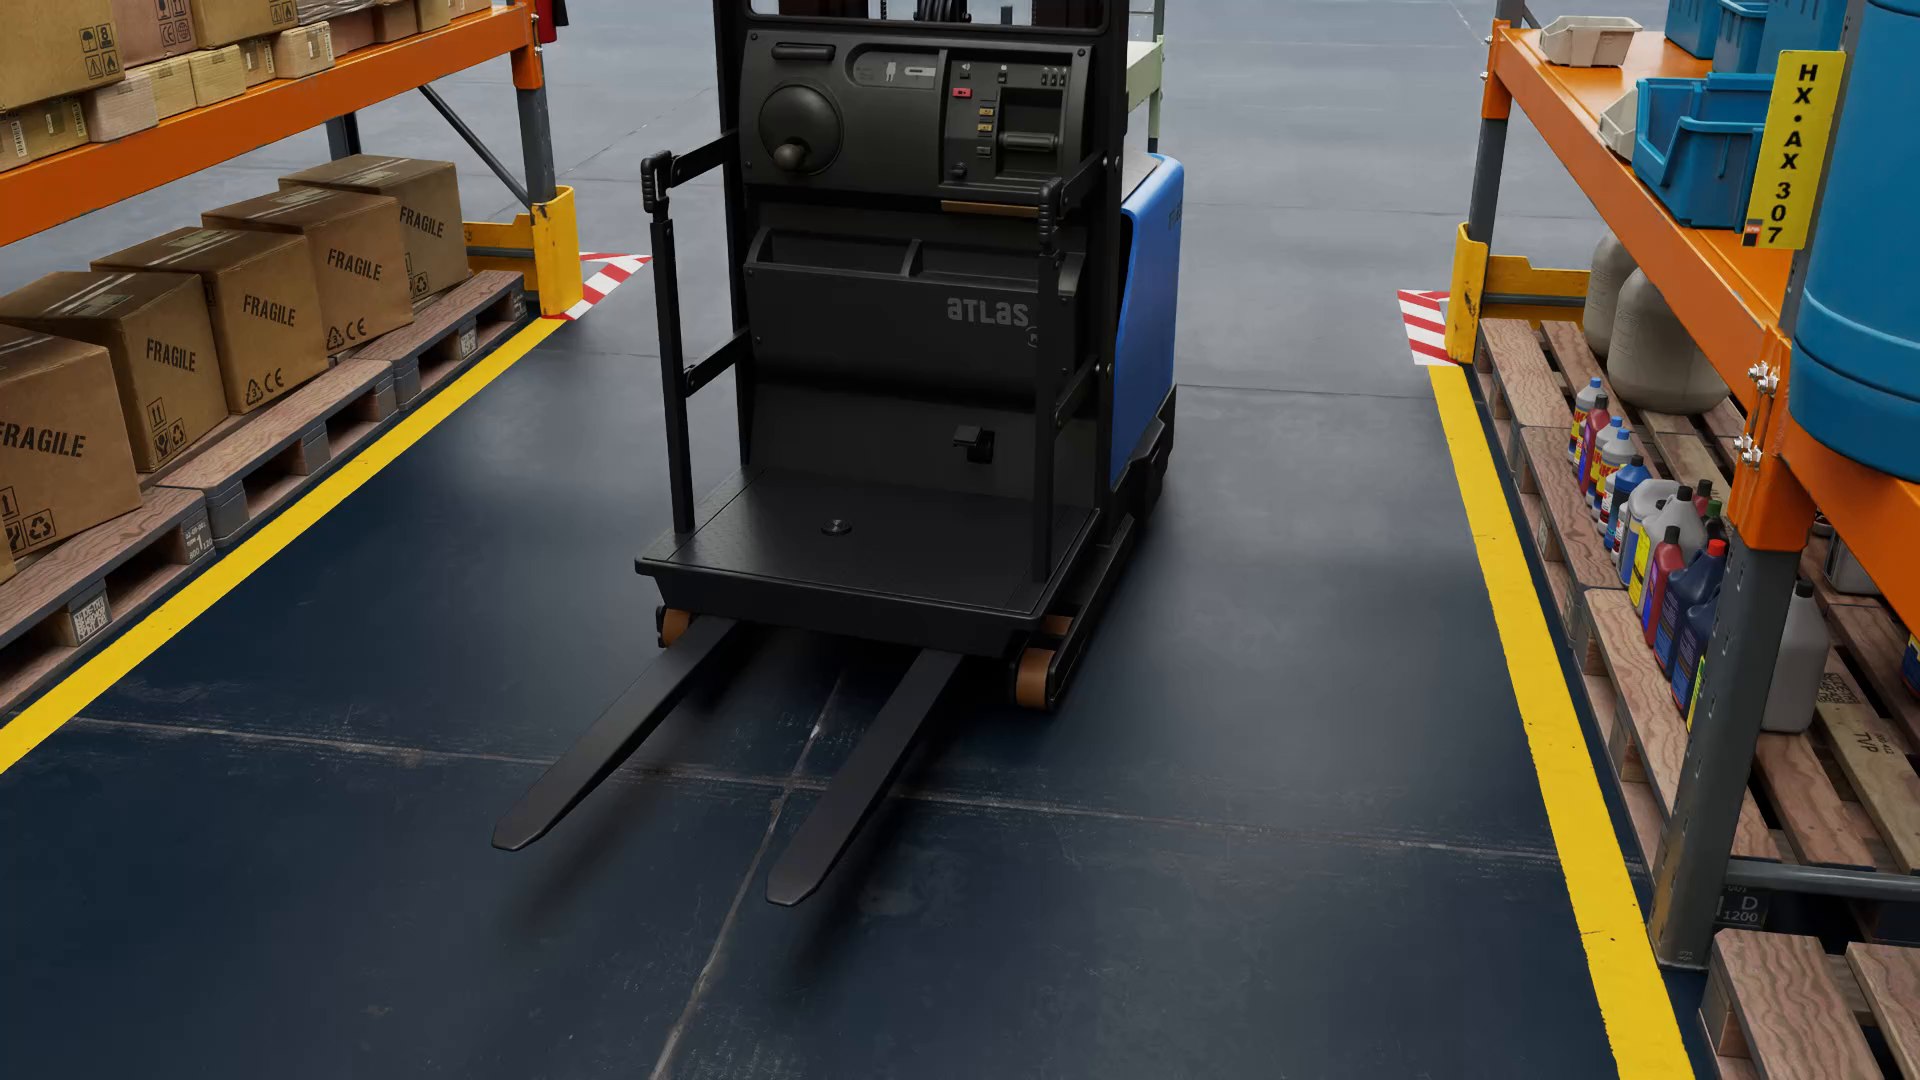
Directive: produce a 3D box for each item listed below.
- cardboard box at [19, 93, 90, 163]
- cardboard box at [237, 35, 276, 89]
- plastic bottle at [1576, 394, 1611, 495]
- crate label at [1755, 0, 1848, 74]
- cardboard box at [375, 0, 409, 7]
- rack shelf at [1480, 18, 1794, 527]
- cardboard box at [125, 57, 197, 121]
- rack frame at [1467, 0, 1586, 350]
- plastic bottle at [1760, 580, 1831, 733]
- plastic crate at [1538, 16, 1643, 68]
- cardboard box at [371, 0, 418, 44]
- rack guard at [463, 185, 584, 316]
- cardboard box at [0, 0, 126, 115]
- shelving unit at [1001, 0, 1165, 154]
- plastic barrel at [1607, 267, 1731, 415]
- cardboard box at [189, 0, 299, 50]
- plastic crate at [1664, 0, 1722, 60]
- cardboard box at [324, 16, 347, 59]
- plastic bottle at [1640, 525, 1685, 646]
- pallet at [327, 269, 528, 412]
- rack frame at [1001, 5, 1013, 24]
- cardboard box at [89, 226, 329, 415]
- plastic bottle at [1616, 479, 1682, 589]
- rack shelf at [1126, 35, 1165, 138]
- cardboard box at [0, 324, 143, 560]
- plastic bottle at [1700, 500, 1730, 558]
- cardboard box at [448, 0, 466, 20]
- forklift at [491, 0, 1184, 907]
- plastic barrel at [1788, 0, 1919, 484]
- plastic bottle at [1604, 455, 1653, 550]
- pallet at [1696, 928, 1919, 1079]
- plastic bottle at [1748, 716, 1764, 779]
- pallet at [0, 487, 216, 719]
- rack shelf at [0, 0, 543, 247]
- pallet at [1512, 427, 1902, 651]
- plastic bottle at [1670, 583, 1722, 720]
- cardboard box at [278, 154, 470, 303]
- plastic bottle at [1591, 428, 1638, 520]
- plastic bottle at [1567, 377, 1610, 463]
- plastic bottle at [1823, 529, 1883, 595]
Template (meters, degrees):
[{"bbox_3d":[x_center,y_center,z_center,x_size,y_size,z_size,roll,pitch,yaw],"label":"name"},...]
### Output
[{"bbox_3d":[-2.532,-1.090,4.337,0.380,0.149,0.250,4,25,9],"label":"cardboard box"},{"bbox_3d":[-2.403,-1.511,5.236,0.380,0.149,0.250,4,25,9],"label":"cardboard box"},{"bbox_3d":[1.919,-0.288,5.013,0.061,0.283,0.133,4,25,9],"label":"plastic bottle"},{"bbox_3d":[2.543,-1.377,4.611,0.502,0.435,0.616,4,25,9],"label":"crate label"},{"bbox_3d":[-2.389,-2.227,6.001,0.875,0.500,0.500,4,25,9],"label":"cardboard box"},{"bbox_3d":[2.250,-0.987,4.669,1.077,0.370,4.000,4,25,9],"label":"rack shelf"},{"bbox_3d":[-2.451,-1.299,4.784,0.380,0.149,0.250,4,25,9],"label":"cardboard box"},{"bbox_3d":[2.577,-2.149,6.304,1.000,3.000,0.127,4,25,9],"label":"rack frame"},{"bbox_3d":[1.887,0.245,3.795,0.144,0.351,0.185,4,25,9],"label":"plastic bottle"},{"bbox_3d":[2.114,-1.678,5.607,0.298,0.136,0.250,4,25,9],"label":"plastic crate"},{"bbox_3d":[-2.240,-1.929,6.129,0.380,0.149,0.250,4,25,9],"label":"cardboard box"},{"bbox_3d":[-2.321,-1.329,7.499,1.175,0.500,0.348,4,25,9],"label":"rack guard"},{"bbox_3d":[-2.712,-1.390,4.213,0.875,0.500,0.500,4,25,9],"label":"cardboard box"},{"bbox_3d":[0.438,-1.197,6.037,0.431,1.500,0.755,8,26,16],"label":"shelving unit"},{"bbox_3d":[2.463,-0.723,5.695,0.421,0.512,0.421,0,25,0],"label":"plastic barrel"},{"bbox_3d":[-2.607,-1.813,5.115,0.875,0.500,0.500,4,25,9],"label":"cardboard box"},{"bbox_3d":[2.791,-1.852,5.844,0.499,0.251,0.616,4,25,9],"label":"plastic crate"},{"bbox_3d":[-2.340,-1.721,5.685,0.380,0.149,0.250,4,25,9],"label":"cardboard box"},{"bbox_3d":[1.761,0.114,4.153,0.061,0.283,0.133,6,26,12],"label":"plastic bottle"},{"bbox_3d":[-2.489,-0.860,6.839,1.003,0.211,1.213,4,25,9],"label":"pallet"},{"bbox_3d":[0.329,-1.048,5.721,0.400,1.500,0.023,8,26,16],"label":"rack frame"},{"bbox_3d":[-2.612,-0.778,5.826,0.500,0.500,0.500,6,26,13],"label":"cardboard box"},{"bbox_3d":[1.859,-0.014,4.436,0.152,0.276,0.135,4,25,9],"label":"plastic bottle"},{"bbox_3d":[0.438,-1.550,5.872,0.431,0.370,0.720,8,26,16],"label":"rack shelf"},{"bbox_3d":[-2.772,-0.282,4.768,0.500,0.500,0.500,13,28,25],"label":"cardboard box"},{"bbox_3d":[1.934,0.046,4.298,0.061,0.283,0.133,4,25,9],"label":"plastic bottle"},{"bbox_3d":[-2.193,-2.141,6.581,0.380,0.149,0.250,4,25,9],"label":"cardboard box"},{"bbox_3d":[-0.188,-1.073,4.086,1.130,2.935,3.031,8,26,16],"label":"forklift"},{"bbox_3d":[1.562,-0.563,2.323,0.600,0.901,0.708,4,25,9],"label":"plastic barrel"},{"bbox_3d":[1.868,-0.106,4.638,0.097,0.271,0.097,0,25,0],"label":"plastic bottle"},{"bbox_3d":[1.834,1.118,2.613,1.003,0.211,1.213,4,25,9],"label":"pallet"},{"bbox_3d":[1.675,0.418,3.600,0.097,0.201,0.097,0,25,0],"label":"plastic bottle"},{"bbox_3d":[-2.888,0.160,4.659,1.003,0.211,1.213,4,25,9],"label":"pallet"},{"bbox_3d":[-2.636,-1.330,5.402,1.077,0.370,4.000,4,25,9],"label":"rack shelf"},{"bbox_3d":[2.272,-0.003,5.008,1.003,0.211,1.213,4,25,9],"label":"pallet"},{"bbox_3d":[1.745,0.235,3.816,0.144,0.351,0.185,3,25,7],"label":"plastic bottle"},{"bbox_3d":[-2.428,-1.291,6.922,0.500,0.500,0.500,9,27,18],"label":"cardboard box"},{"bbox_3d":[1.901,-0.191,4.819,0.097,0.271,0.097,0,25,0],"label":"plastic bottle"},{"bbox_3d":[1.974,-0.376,5.215,0.097,0.271,0.097,0,25,0],"label":"plastic bottle"},{"bbox_3d":[2.415,-0.007,4.421,0.152,0.276,0.135,4,25,9],"label":"plastic bottle"}]
